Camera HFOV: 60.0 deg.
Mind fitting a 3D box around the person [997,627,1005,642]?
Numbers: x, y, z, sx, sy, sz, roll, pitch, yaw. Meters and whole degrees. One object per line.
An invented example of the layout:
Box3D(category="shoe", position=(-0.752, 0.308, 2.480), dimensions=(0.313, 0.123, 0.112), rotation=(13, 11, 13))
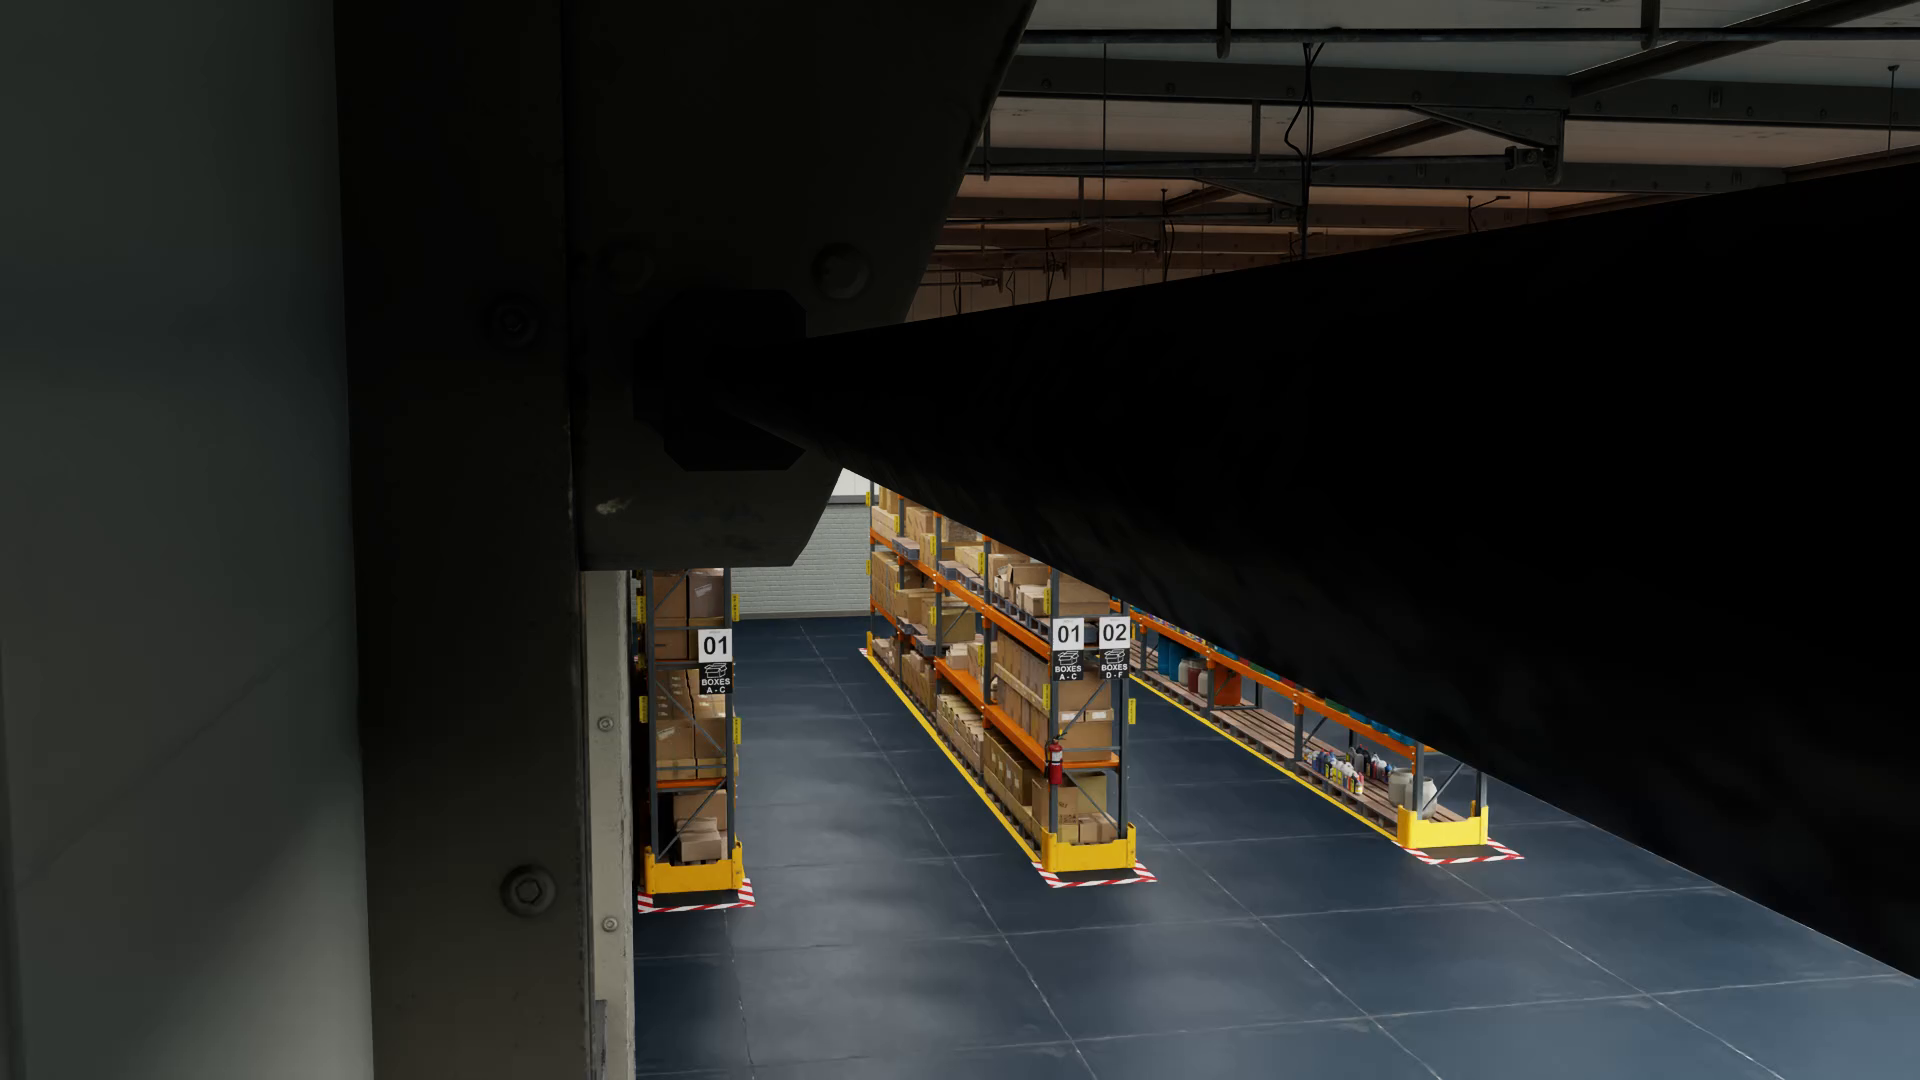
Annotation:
Box3D(category="person", position=(1.081, 2.139, 32.617), dimensions=(0.633, 1.524, 1.103), rotation=(-1, 6, -10))
